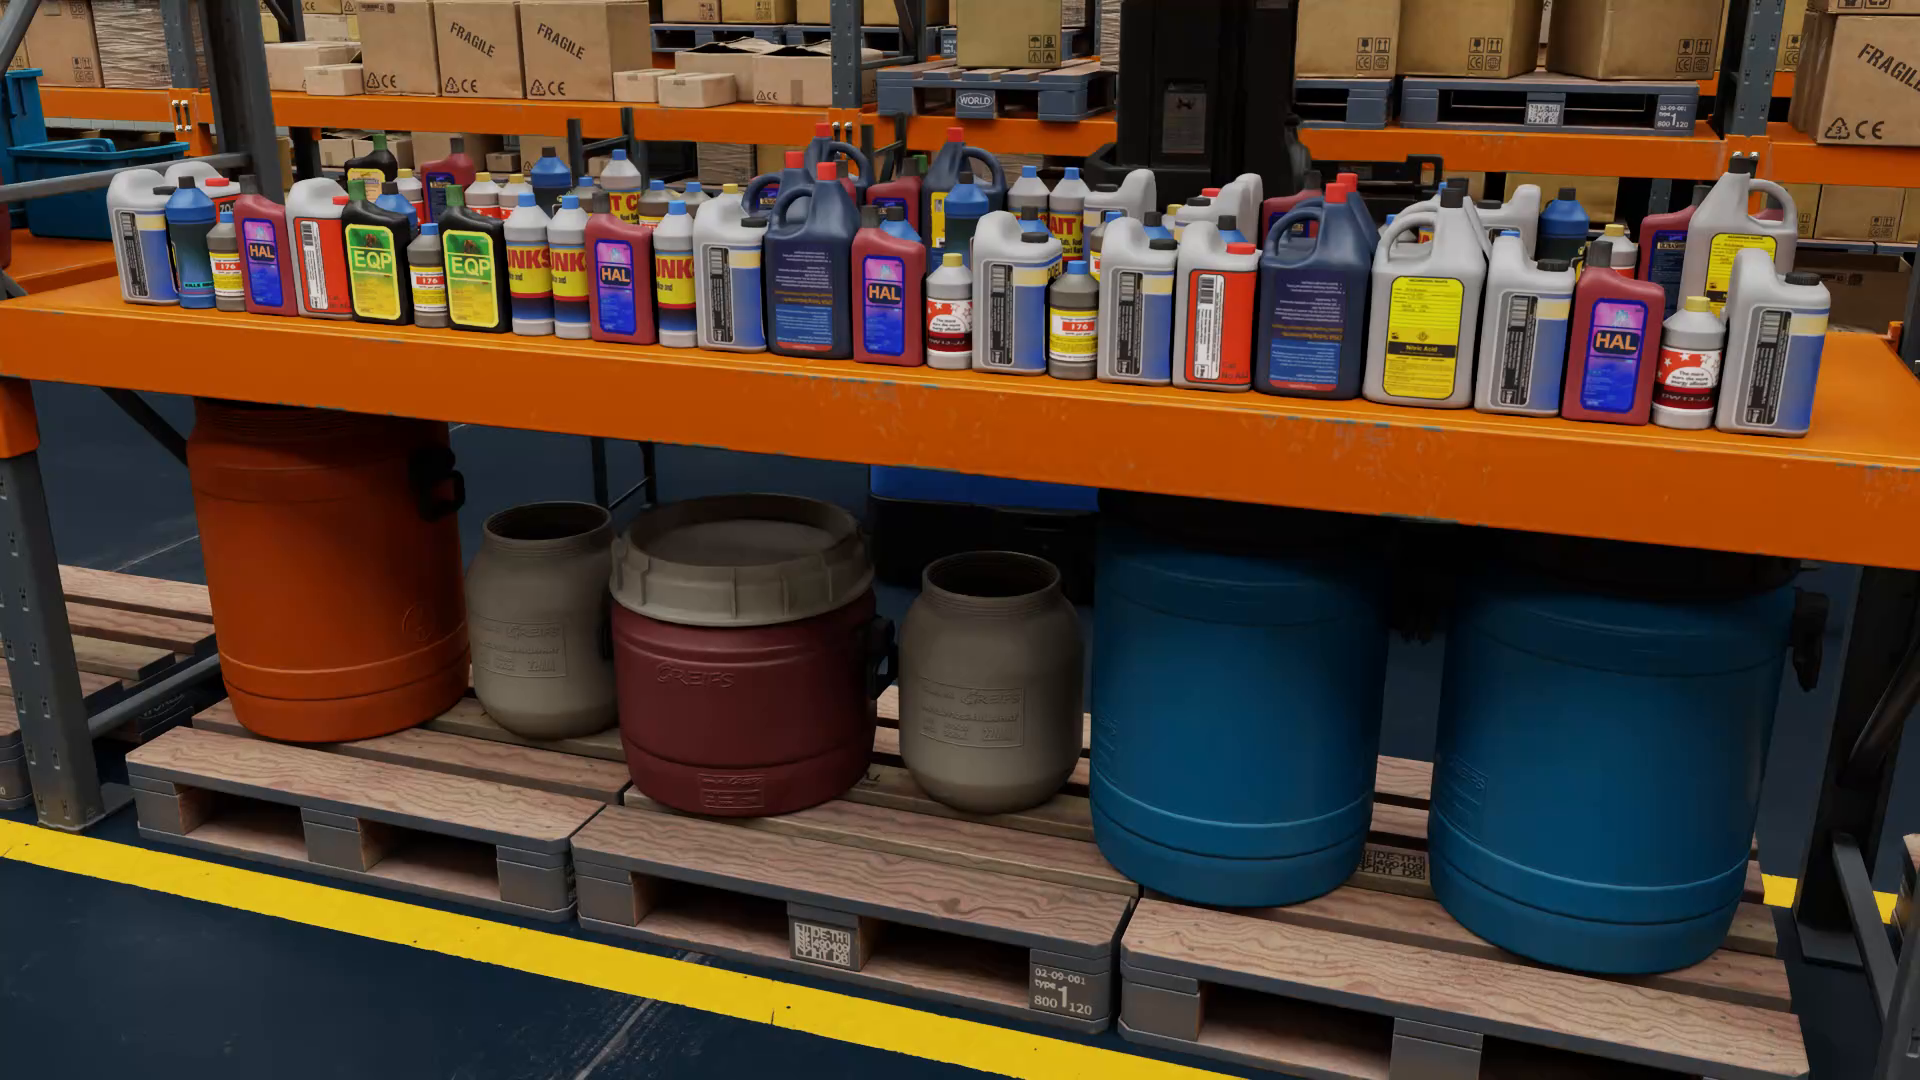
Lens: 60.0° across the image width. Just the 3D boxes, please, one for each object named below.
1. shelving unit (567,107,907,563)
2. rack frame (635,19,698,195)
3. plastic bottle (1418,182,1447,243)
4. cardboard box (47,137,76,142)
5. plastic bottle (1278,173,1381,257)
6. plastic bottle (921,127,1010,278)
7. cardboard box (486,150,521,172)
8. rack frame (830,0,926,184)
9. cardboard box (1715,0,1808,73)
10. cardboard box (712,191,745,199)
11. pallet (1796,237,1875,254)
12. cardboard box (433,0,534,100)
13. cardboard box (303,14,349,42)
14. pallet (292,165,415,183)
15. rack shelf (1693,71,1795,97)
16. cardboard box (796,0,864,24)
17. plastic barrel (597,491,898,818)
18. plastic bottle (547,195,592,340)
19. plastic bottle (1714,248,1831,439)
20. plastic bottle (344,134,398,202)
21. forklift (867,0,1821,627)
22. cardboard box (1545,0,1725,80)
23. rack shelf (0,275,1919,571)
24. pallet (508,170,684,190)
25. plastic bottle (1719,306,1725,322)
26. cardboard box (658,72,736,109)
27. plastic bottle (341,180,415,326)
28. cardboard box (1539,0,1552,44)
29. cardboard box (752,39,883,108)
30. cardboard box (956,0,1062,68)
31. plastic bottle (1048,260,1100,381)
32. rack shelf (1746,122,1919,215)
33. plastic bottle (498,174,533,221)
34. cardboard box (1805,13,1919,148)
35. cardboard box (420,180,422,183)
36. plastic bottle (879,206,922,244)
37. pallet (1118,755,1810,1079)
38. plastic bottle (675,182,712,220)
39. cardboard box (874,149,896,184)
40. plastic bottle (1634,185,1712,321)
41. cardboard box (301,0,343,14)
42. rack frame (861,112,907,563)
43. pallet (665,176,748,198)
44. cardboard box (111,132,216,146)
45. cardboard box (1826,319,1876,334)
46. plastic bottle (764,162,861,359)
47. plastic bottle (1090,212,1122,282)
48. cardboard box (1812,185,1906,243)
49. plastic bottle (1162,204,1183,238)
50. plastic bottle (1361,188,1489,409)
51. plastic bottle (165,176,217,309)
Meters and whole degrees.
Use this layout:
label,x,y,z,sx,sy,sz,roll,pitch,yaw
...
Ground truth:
label,x,y,z,sx,sy,sz,roll,pitch,yaw
shelving unit,-0.751,-0.743,5.929,1.048,1.500,0.538,4,20,11
rack frame,-2.555,-4.375,14.070,0.127,3.000,1.000,7,20,18
plastic bottle,0.993,-0.599,3.433,0.097,0.271,0.097,0,19,0
cardboard box,-5.628,-2.181,10.176,0.500,0.500,0.500,7,20,18
plastic bottle,0.648,-0.470,2.941,0.185,0.351,0.144,7,20,18
plastic bottle,0.012,-0.740,3.718,0.185,0.351,0.144,7,20,18
cardboard box,-4.059,-3.416,14.981,0.250,0.149,0.380,5,20,14
rack frame,-0.398,-2.402,8.411,0.127,3.000,1.000,7,20,18
cardboard box,5.509,-3.589,11.359,0.700,0.700,0.980,7,20,19
cardboard box,-1.296,-1.769,9.282,0.500,0.311,0.500,6,20,17
pallet,5.695,-2.088,11.745,1.213,0.211,1.003,7,20,18
cardboard box,-2.486,-2.683,9.063,0.500,0.500,0.500,7,20,18
cardboard box,-5.481,-4.543,14.749,0.500,0.250,0.500,6,20,16
pallet,-5.505,-3.383,15.462,1.213,0.211,1.003,7,20,18
rack shelf,6.892,-2.955,11.090,4.000,0.370,1.077,7,20,18
cardboard box,-0.927,-4.441,13.438,0.500,0.500,0.700,10,21,26
plastic barrel,-0.493,0.247,3.835,0.708,0.588,0.600,7,20,18
plastic bottle,-0.751,-0.534,3.246,0.097,0.271,0.097,0,19,0
plastic bottle,1.273,-0.314,2.609,0.135,0.276,0.152,7,20,18
plastic bottle,-1.505,-0.897,4.268,0.133,0.283,0.061,7,20,18
forklift,1.256,-1.297,5.344,3.031,2.935,1.130,4,20,11
cardboard box,3.006,-2.337,7.432,0.500,0.500,0.700,0,19,0
rack shelf,-0.138,-0.307,3.493,4.000,0.370,1.077,7,20,18
pallet,-3.201,-3.120,14.706,1.213,0.211,1.003,7,20,18
plastic bottle,1.296,-0.320,2.738,0.097,0.201,0.097,0,19,0
cardboard box,-1.338,-2.295,8.485,0.250,0.149,0.380,7,20,18
plastic bottle,-1.176,-0.582,3.365,0.133,0.283,0.061,7,20,18
cardboard box,3.998,-3.732,11.590,0.500,0.500,0.500,7,20,19
cardboard box,-0.727,-2.413,8.578,0.500,0.311,0.500,8,21,21
cardboard box,0.234,-2.615,8.231,0.500,0.500,0.700,0,19,0
plastic bottle,0.206,-0.391,2.944,0.097,0.201,0.097,0,19,0
rack shelf,5.270,-1.415,6.670,4.000,0.370,1.077,7,20,18
plastic bottle,-1.092,-0.804,4.128,0.097,0.201,0.097,0,19,0
cardboard box,3.772,-1.878,6.754,0.500,0.500,0.500,7,20,19
cardboard box,-3.206,-1.990,9.916,0.500,0.311,0.500,7,20,20
plastic bottle,-0.119,-0.483,3.100,0.097,0.271,0.097,0,19,0
pallet,1.036,0.790,3.490,1.213,0.211,1.003,7,20,18
plastic bottle,-0.632,-0.752,3.977,0.097,0.201,0.097,0,19,0
cardboard box,-0.400,-3.169,13.739,0.500,0.500,0.700,6,20,18
plastic bottle,1.419,-0.562,3.309,0.133,0.283,0.061,7,20,18
cardboard box,-5.517,-4.898,14.630,0.500,0.500,0.500,7,20,18
rack frame,-0.253,-0.708,5.830,0.032,1.500,0.500,4,20,11
pallet,-1.819,-2.975,14.290,1.213,0.211,1.003,7,20,18
cardboard box,-4.987,-2.288,10.482,0.500,0.500,0.500,7,20,18
cardboard box,3.706,-0.796,7.219,0.500,0.311,0.500,7,20,18
plastic bottle,-0.265,-0.524,3.097,0.185,0.351,0.144,7,20,18
plastic bottle,0.322,-0.590,3.512,0.097,0.201,0.097,0,19,0
cardboard box,6.149,-2.361,11.452,0.500,0.500,0.700,6,20,18
plastic bottle,0.464,-0.626,3.618,0.097,0.201,0.097,0,19,0
plastic bottle,0.776,-0.405,2.756,0.185,0.351,0.144,7,20,18
plastic bottle,-1.624,-0.634,3.532,0.097,0.271,0.097,0,19,0
